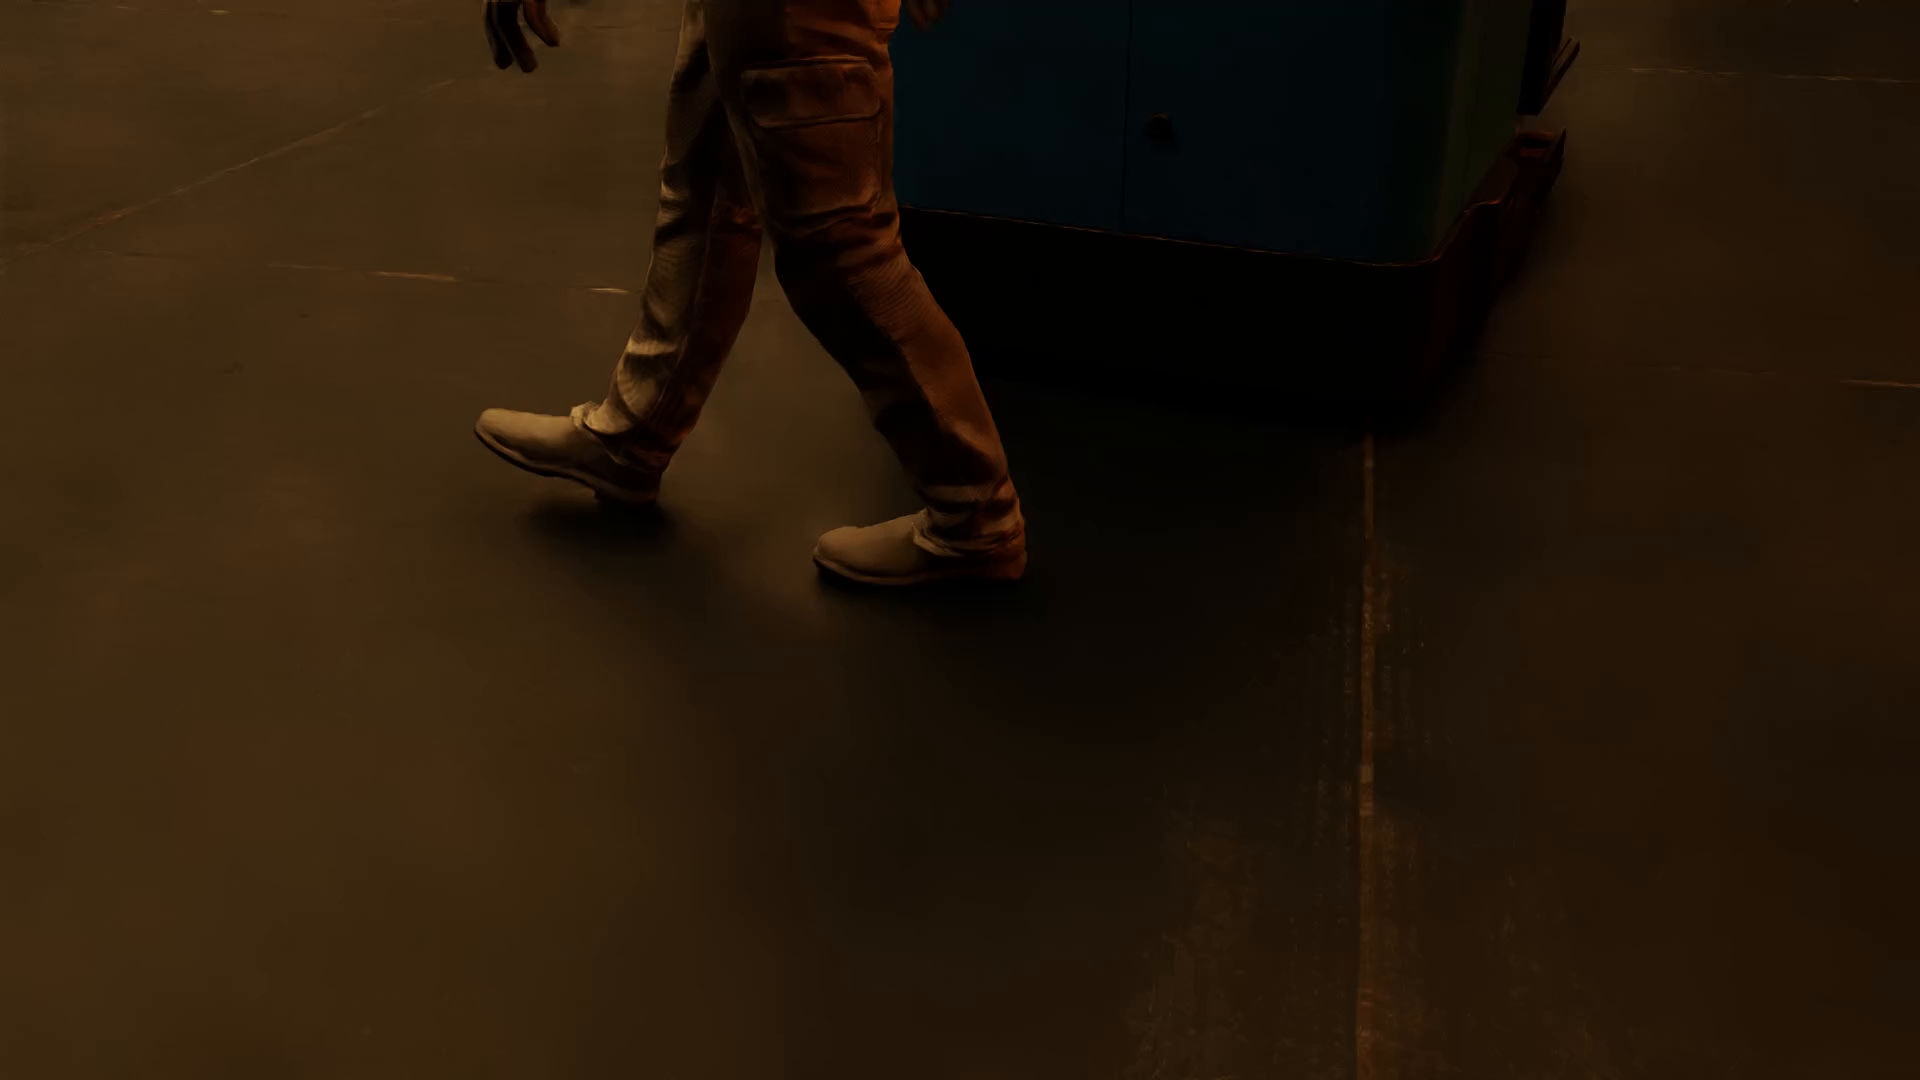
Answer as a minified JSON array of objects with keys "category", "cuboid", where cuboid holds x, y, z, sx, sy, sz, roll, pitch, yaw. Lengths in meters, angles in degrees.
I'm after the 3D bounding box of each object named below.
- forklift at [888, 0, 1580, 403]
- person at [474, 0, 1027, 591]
[{"category":"forklift","cuboid":[0.895,-2.177,3.560,1.130,2.935,3.031,11,29,22]},{"category":"person","cuboid":[-0.333,-0.789,2.136,0.872,1.738,0.723,1,27,3]}]
